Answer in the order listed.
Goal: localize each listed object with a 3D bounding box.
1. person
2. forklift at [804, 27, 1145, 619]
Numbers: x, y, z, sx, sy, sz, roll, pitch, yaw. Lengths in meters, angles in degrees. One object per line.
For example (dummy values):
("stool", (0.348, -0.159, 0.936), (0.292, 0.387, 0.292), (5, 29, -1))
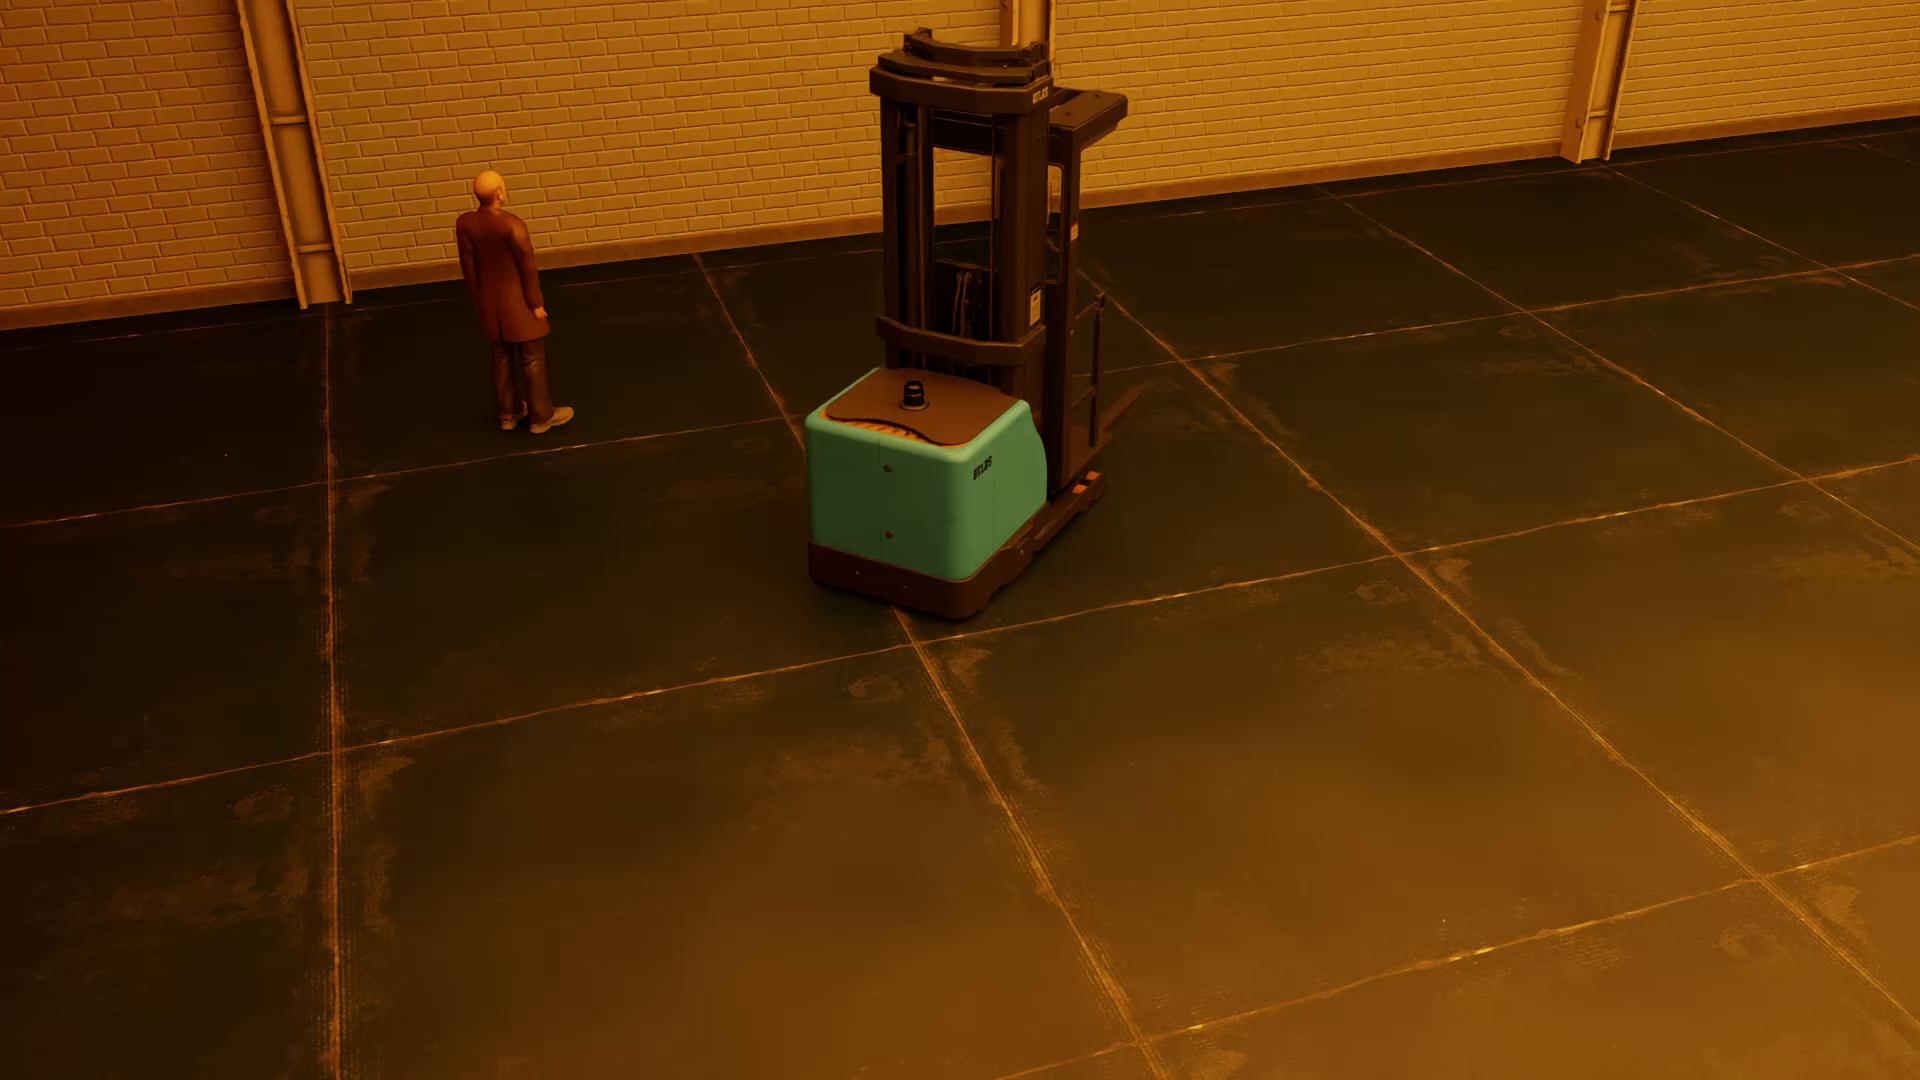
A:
("person", (-2.965, -1.584, 10.992), (0.547, 1.782, 0.393), (10, 31, 16))
("forklift", (0.269, -1.544, 9.771), (1.130, 2.935, 3.031), (15, 33, 24))
